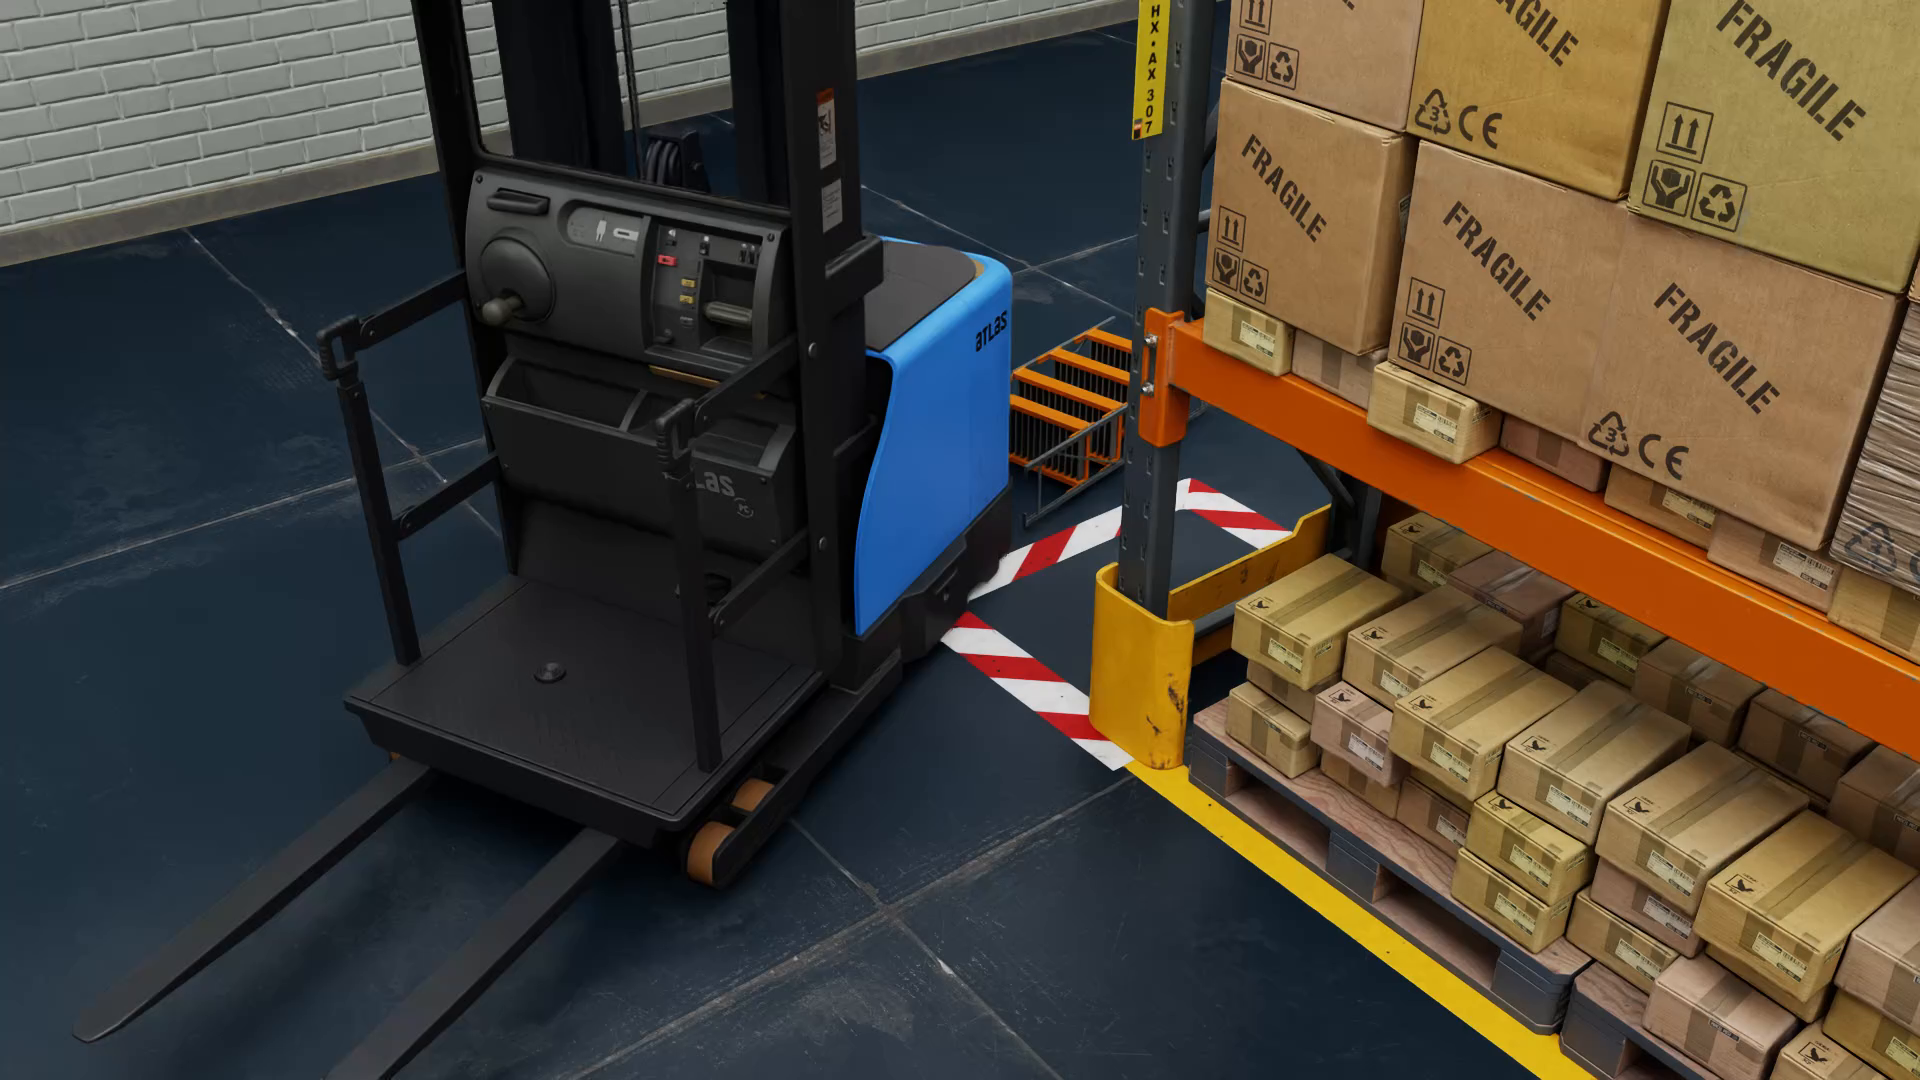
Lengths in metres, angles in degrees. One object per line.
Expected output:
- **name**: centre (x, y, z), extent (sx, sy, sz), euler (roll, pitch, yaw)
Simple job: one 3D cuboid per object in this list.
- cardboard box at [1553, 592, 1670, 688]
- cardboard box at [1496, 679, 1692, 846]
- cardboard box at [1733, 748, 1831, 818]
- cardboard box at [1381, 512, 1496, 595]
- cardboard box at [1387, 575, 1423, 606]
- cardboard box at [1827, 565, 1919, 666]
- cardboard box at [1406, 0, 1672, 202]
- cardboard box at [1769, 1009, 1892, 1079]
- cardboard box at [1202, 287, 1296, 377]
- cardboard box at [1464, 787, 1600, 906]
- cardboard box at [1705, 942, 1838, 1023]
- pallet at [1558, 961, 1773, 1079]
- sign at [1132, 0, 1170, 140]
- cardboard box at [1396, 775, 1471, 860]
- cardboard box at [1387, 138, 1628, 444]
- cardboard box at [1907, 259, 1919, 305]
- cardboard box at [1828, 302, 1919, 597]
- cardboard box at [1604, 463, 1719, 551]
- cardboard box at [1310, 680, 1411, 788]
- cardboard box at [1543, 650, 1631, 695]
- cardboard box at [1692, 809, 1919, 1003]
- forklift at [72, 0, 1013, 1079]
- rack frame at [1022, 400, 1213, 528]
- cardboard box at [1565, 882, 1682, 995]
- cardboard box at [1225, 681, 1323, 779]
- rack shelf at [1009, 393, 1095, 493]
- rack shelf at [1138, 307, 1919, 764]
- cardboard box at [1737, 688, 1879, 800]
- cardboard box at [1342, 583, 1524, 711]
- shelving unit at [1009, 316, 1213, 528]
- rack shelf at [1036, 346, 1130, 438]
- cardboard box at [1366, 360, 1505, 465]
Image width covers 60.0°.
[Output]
- **cardboard box**: centre (1.766, 0.208, 4.313), extent (0.380, 0.149, 0.250), euler (-23, 39, -32)
- **cardboard box**: centre (1.461, 0.506, 3.832), extent (0.380, 0.149, 0.250), euler (-24, 39, -34)
- **cardboard box**: centre (2.070, 0.560, 4.027), extent (0.380, 0.149, 0.250), euler (-22, 38, -31)
- **cardboard box**: centre (1.398, 0.017, 4.619), extent (0.380, 0.149, 0.250), euler (-22, 38, -31)
- **cardboard box**: centre (1.422, 0.133, 4.715), extent (0.380, 0.149, 0.250), euler (-23, 39, -33)
- **cardboard box**: centre (1.810, 0.080, 3.016), extent (0.380, 0.149, 0.250), euler (-21, 37, -30)
- **cardboard box**: centre (1.253, -1.013, 3.214), extent (0.500, 0.500, 0.500), euler (-21, 38, -30)
- **cardboard box**: centre (1.901, 1.094, 3.450), extent (0.380, 0.149, 0.250), euler (-22, 38, -31)
- **cardboard box**: centre (0.813, -0.553, 4.036), extent (0.380, 0.149, 0.250), euler (-23, 38, -32)
- **cardboard box**: centre (1.406, 0.654, 3.875), extent (0.380, 0.149, 0.250), euler (-21, 38, -30)
- **cardboard box**: centre (1.843, 0.834, 3.586), extent (0.380, 0.149, 0.250), euler (-20, 37, -29)
- **pallet**: centre (2.134, 1.173, 3.661), extent (1.003, 0.211, 1.213), euler (-22, 38, -31)
- **sign**: centre (0.444, -1.093, 3.847), extent (0.100, 0.325, 0.005), euler (-22, 38, -31)
- **cardboard box**: centre (1.324, 0.637, 4.185), extent (0.380, 0.149, 0.250), euler (-22, 38, -31)
- **cardboard box**: centre (1.278, -0.579, 3.462), extent (0.500, 0.500, 0.500), euler (-22, 38, -31)
- **cardboard box**: centre (1.870, -0.578, 2.514), extent (0.500, 0.500, 0.500), euler (-24, 39, -33)
- **cardboard box**: centre (1.886, -0.160, 2.788), extent (0.500, 0.500, 0.500), euler (-23, 39, -33)
- **cardboard box**: centre (1.538, -0.147, 3.381), extent (0.380, 0.149, 0.250), euler (-23, 38, -32)
- **cardboard box**: centre (1.115, 0.439, 4.222), extent (0.380, 0.149, 0.250), euler (-22, 38, -32)
- **cardboard box**: centre (1.742, 0.349, 4.367), extent (0.380, 0.149, 0.250), euler (-24, 39, -33)
- **cardboard box**: centre (1.749, 0.749, 3.441), extent (0.380, 0.149, 0.250), euler (-22, 38, -31)
- **forklift**: centre (-0.944, -0.617, 3.966), extent (1.130, 2.935, 3.031), euler (15, 35, 23)
- **rack frame**: centre (0.608, -0.390, 6.099), extent (0.015, 0.240, 1.200), euler (24, 39, 33)
- **cardboard box**: centre (1.626, 0.855, 3.835), extent (0.380, 0.149, 0.250), euler (-22, 38, -31)
- **cardboard box**: centre (0.941, 0.454, 4.481), extent (0.380, 0.149, 0.250), euler (-21, 38, -30)
- **rack shelf**: centre (0.250, -0.365, 6.059), extent (0.480, 0.258, 0.148), euler (24, 39, 33)
- **rack shelf**: centre (2.099, 0.238, 3.206), extent (1.077, 0.370, 4.000), euler (-22, 38, -31)
- **cardboard box**: centre (2.083, 0.430, 3.955), extent (0.380, 0.149, 0.250), euler (-21, 37, -30)
- **cardboard box**: centre (1.190, 0.283, 4.191), extent (0.380, 0.149, 0.250), euler (-22, 38, -31)
- **shelving unit**: centre (0.421, -0.473, 6.232), extent (0.503, 0.258, 1.200), euler (24, 39, 33)
- **rack shelf**: centre (0.522, -0.536, 6.334), extent (0.480, 0.258, 0.148), euler (24, 39, 33)
- **cardboard box**: centre (1.124, -0.331, 3.678), extent (0.380, 0.149, 0.250), euler (-23, 39, -33)
